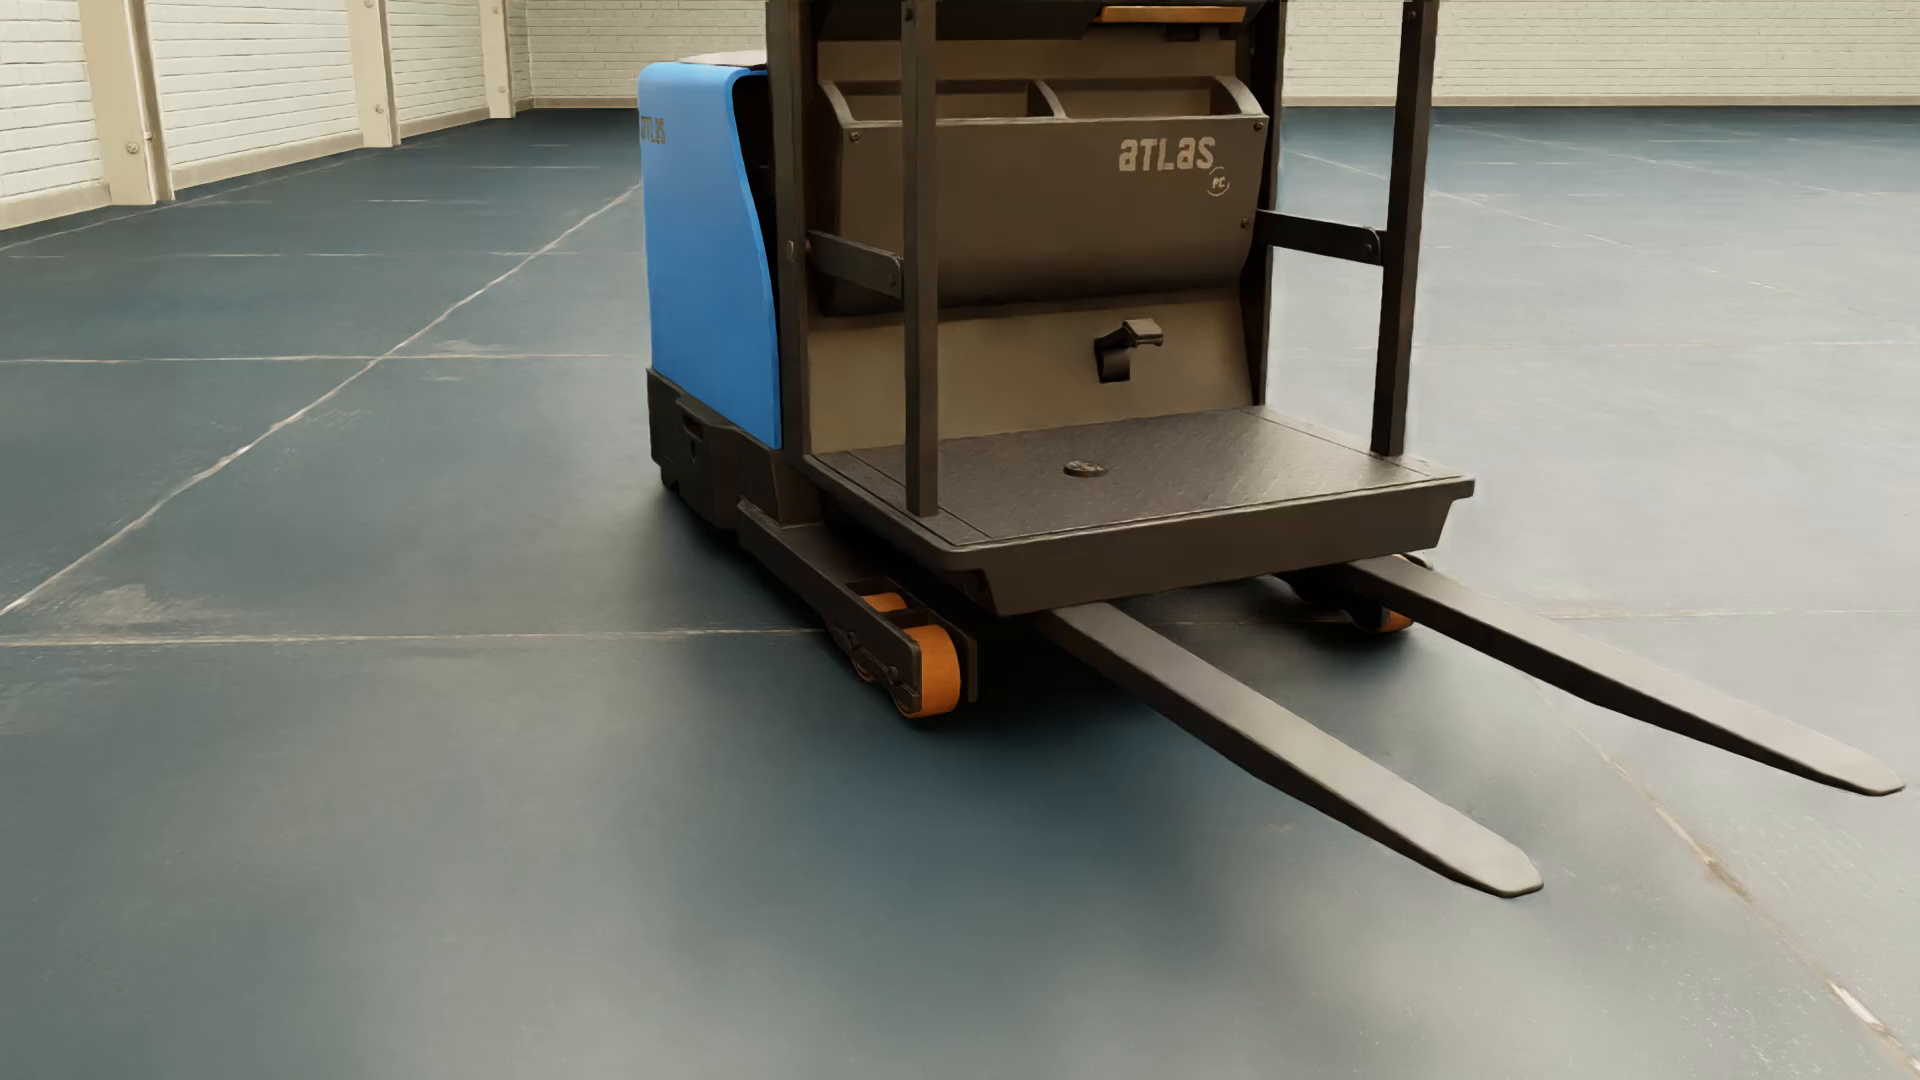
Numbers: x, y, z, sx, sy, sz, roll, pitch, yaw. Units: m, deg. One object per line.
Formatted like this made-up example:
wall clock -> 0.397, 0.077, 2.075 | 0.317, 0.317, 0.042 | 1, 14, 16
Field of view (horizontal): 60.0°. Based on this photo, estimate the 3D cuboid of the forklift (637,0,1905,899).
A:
forklift -> 0.269, -1.234, 2.941 | 1.130, 2.935, 3.031 | -8, 19, -24
